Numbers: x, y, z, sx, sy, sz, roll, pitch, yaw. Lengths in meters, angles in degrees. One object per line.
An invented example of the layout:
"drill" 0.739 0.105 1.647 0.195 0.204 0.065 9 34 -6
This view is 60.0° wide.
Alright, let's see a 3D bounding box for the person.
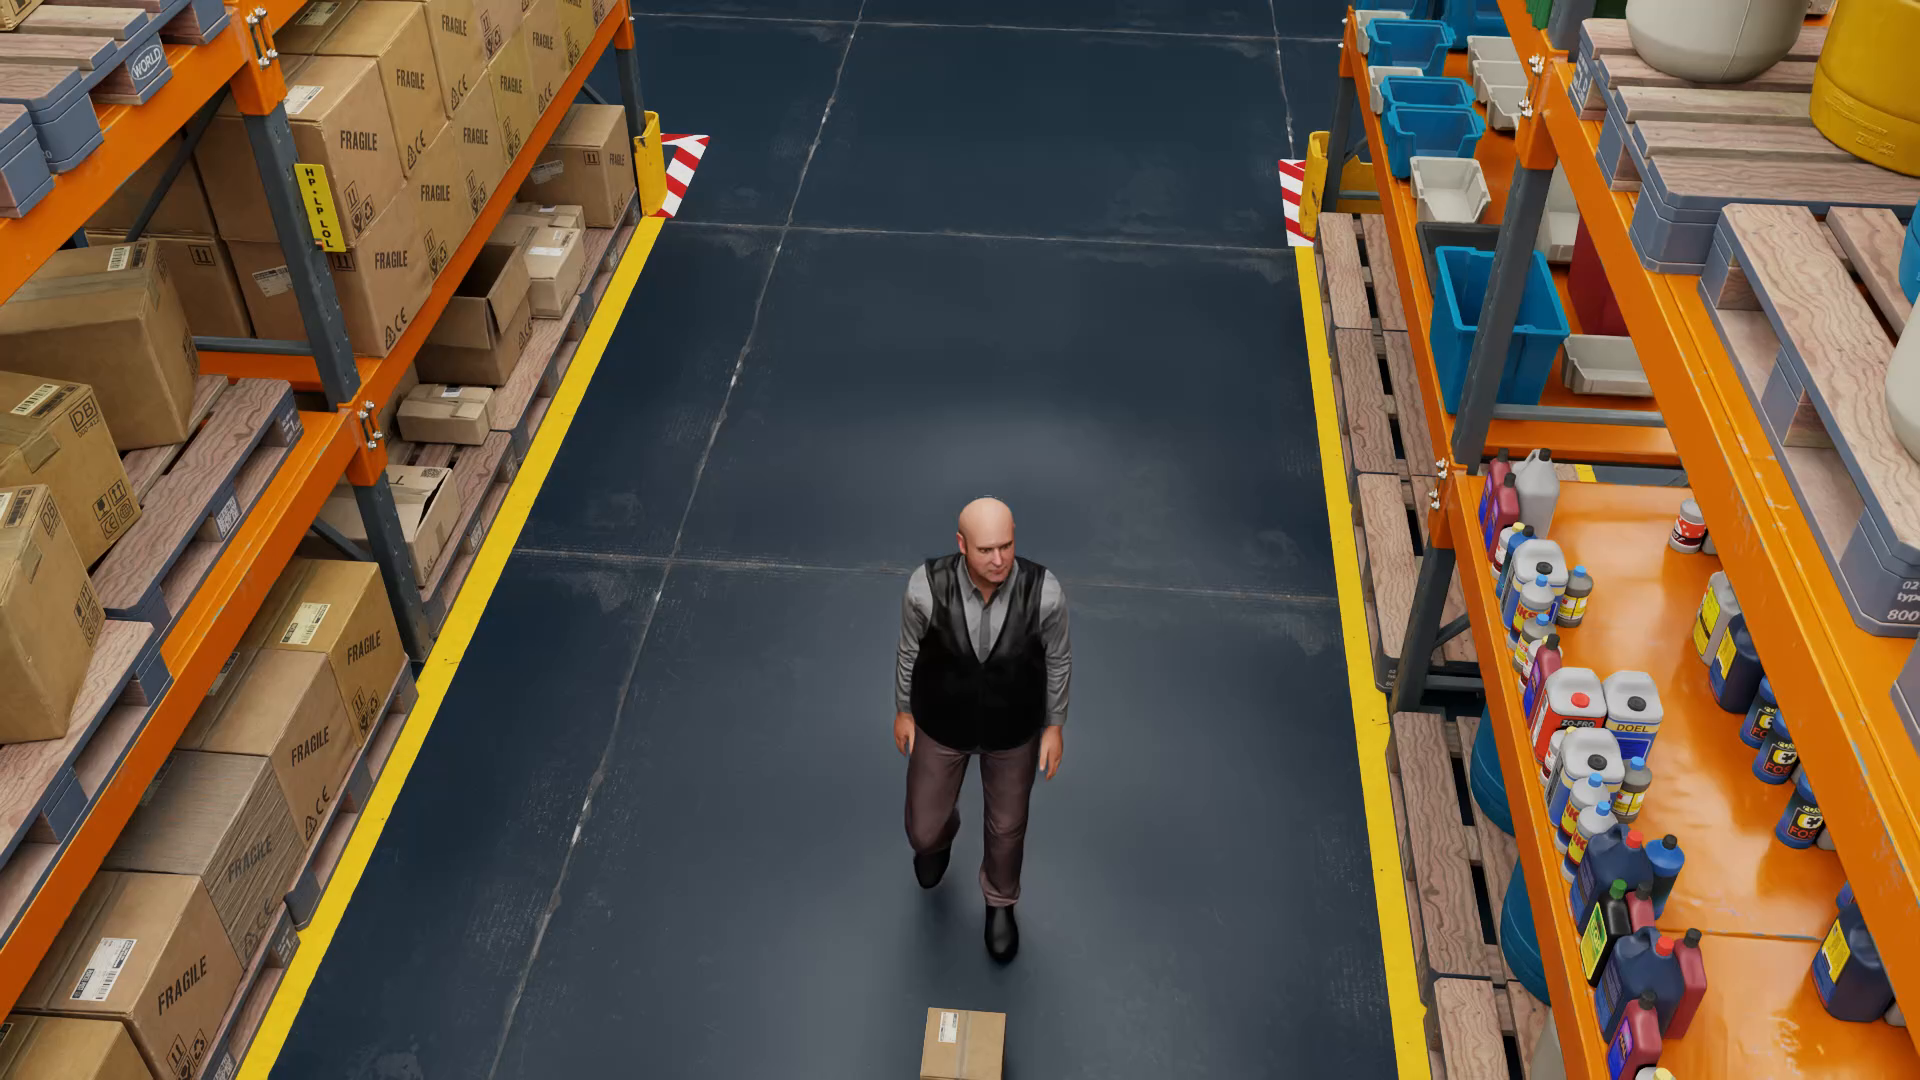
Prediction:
"person" 0.069 0.638 5.370 0.577 1.720 0.506 0 40 0
